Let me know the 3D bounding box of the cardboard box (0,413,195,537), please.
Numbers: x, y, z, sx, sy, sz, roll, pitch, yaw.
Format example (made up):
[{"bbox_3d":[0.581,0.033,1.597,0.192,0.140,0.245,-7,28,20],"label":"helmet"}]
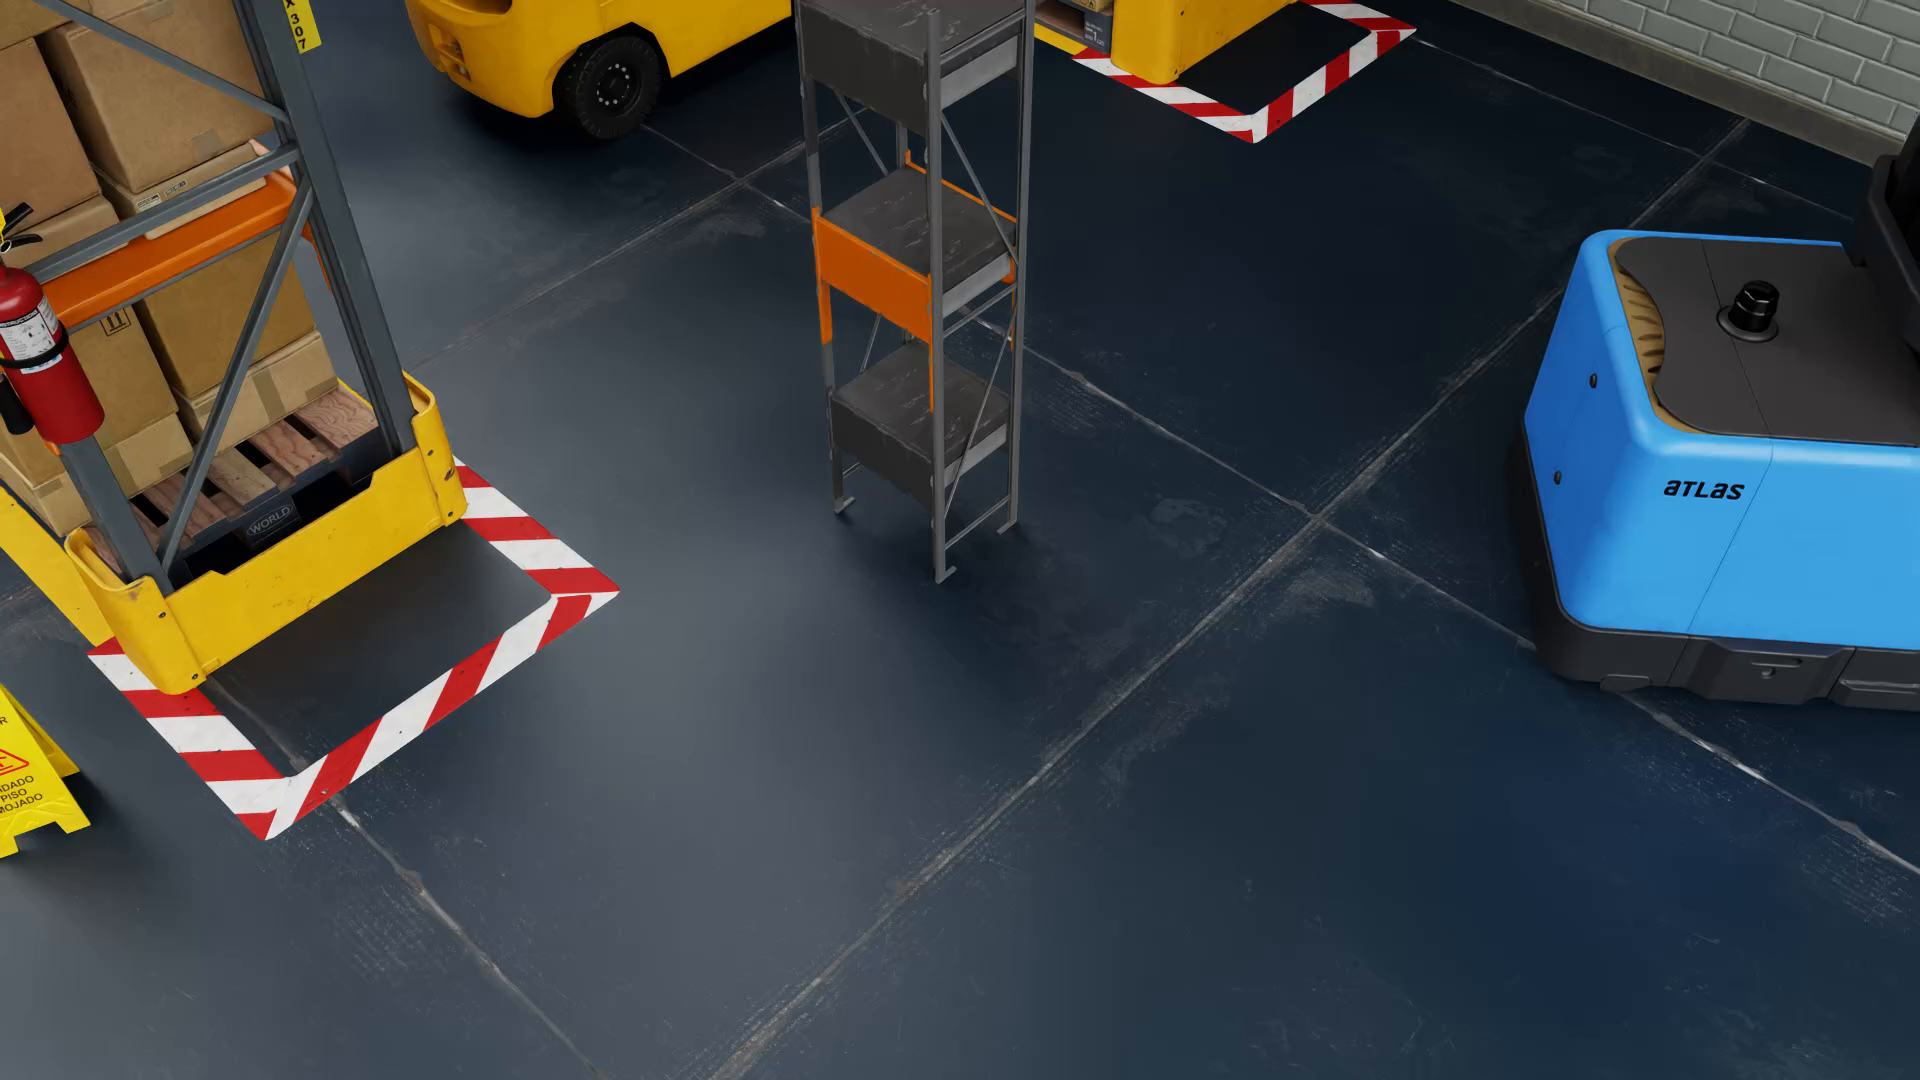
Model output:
[{"bbox_3d":[-2.968,-0.344,5.614,0.500,0.250,0.500,34,55,28],"label":"cardboard box"}]

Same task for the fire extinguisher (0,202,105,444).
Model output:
[{"bbox_3d":[-2.403,-0.544,4.257,0.183,0.674,0.296,34,55,28],"label":"fire extinguisher"}]

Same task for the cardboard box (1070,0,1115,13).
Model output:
[{"bbox_3d":[0.630,-2.801,7.920,0.500,0.250,0.500,34,56,28],"label":"cardboard box"}]

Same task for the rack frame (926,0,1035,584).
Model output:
[{"bbox_3d":[0.058,-0.680,4.948,0.015,2.100,0.400,34,55,28],"label":"rack frame"}]

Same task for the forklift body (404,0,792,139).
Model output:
[{"bbox_3d":[-1.441,-3.205,7.284,1.214,2.155,2.313,34,55,28],"label":"forklift body"}]

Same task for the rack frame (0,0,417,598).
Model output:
[{"bbox_3d":[-2.174,-0.874,4.513,0.127,3.000,1.000,34,55,28],"label":"rack frame"}]

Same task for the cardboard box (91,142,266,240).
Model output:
[{"bbox_3d":[-2.283,-1.067,4.867,0.250,0.149,0.380,34,55,28],"label":"cardboard box"}]

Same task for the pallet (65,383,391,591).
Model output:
[{"bbox_3d":[-2.803,-0.378,5.960,1.213,0.211,1.003,34,55,28],"label":"pallet"}]

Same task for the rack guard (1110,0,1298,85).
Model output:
[{"bbox_3d":[1.207,-2.668,7.912,0.348,0.500,1.175,34,55,28],"label":"rack guard"}]

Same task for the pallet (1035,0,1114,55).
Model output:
[{"bbox_3d":[0.599,-2.936,8.362,1.213,0.211,1.003,34,55,28],"label":"pallet"}]

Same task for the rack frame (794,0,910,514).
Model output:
[{"bbox_3d":[-0.301,-0.921,5.175,0.015,2.100,0.400,34,55,28],"label":"rack frame"}]

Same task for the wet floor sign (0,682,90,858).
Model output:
[{"bbox_3d":[-2.760,0.599,4.745,0.267,0.644,0.232,-21,50,-18],"label":"wet floor sign"}]

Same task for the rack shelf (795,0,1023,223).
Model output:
[{"bbox_3d":[-0.122,-1.270,4.561,0.480,0.518,0.431,34,55,28],"label":"rack shelf"}]

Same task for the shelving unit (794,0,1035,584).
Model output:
[{"bbox_3d":[-0.122,-0.801,5.061,0.503,2.100,0.431,34,55,28],"label":"shelving unit"}]

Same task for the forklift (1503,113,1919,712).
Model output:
[{"bbox_3d":[3.394,-0.798,4.489,3.031,2.935,1.130,4,47,4],"label":"forklift"}]

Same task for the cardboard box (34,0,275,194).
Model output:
[{"bbox_3d":[-2.334,-1.393,4.728,0.500,0.500,0.500,33,55,27],"label":"cardboard box"}]

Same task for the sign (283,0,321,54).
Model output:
[{"bbox_3d":[-1.806,-1.461,4.471,0.005,0.325,0.100,34,55,28],"label":"sign"}]

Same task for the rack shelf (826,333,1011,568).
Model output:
[{"bbox_3d":[-0.122,-0.312,5.582,0.480,0.518,0.431,34,55,28],"label":"rack shelf"}]

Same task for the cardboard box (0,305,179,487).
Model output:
[{"bbox_3d":[-2.940,-0.590,5.330,0.500,0.500,0.500,34,56,28],"label":"cardboard box"}]

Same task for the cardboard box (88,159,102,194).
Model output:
[{"bbox_3d":[-2.479,-1.184,4.977,0.250,0.149,0.380,35,56,28],"label":"cardboard box"}]

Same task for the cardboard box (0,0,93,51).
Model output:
[{"bbox_3d":[-2.698,-1.488,4.131,0.500,0.500,0.700,33,55,27],"label":"cardboard box"}]

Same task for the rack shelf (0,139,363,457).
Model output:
[{"bbox_3d":[-3.644,-1.617,5.704,4.000,0.370,1.077,34,55,28],"label":"rack shelf"}]

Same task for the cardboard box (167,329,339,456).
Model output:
[{"bbox_3d":[-2.579,-0.624,5.876,0.500,0.250,0.500,33,55,27],"label":"cardboard box"}]

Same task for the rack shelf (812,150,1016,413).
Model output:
[{"bbox_3d":[-0.122,-0.791,5.071,0.480,0.518,0.431,34,55,28],"label":"rack shelf"}]

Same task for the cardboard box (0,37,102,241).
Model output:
[{"bbox_3d":[-2.760,-1.131,4.482,0.500,0.500,0.500,33,55,27],"label":"cardboard box"}]

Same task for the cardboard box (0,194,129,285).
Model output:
[{"bbox_3d":[-2.594,-0.859,4.671,0.250,0.149,0.380,36,56,29],"label":"cardboard box"}]

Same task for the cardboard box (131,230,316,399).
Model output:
[{"bbox_3d":[-2.597,-0.892,5.614,0.500,0.500,0.500,32,55,27],"label":"cardboard box"}]

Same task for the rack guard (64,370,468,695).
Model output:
[{"bbox_3d":[-2.230,-0.056,5.460,0.348,0.500,1.175,34,55,28],"label":"rack guard"}]
